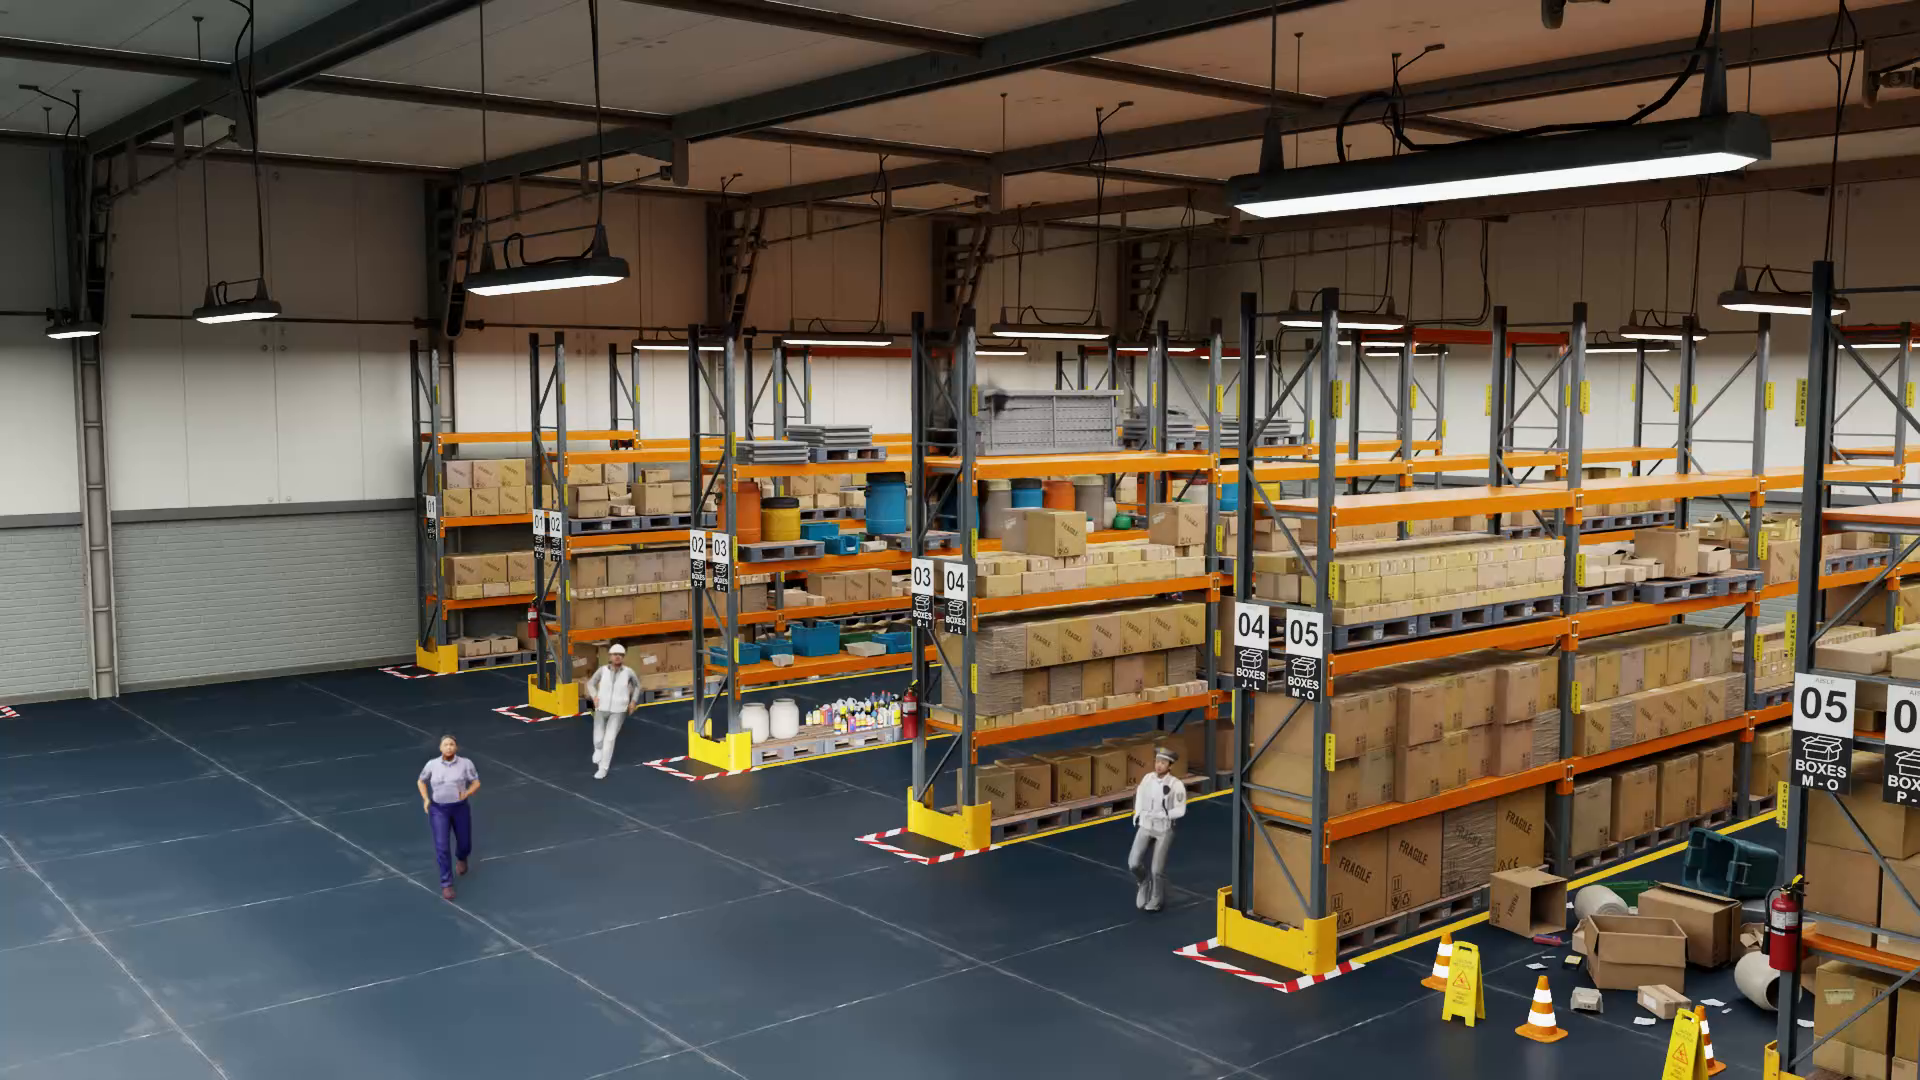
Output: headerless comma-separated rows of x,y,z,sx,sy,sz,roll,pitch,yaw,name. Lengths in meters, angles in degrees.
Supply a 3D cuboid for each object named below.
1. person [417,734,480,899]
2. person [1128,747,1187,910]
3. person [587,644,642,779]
-5.223,2.829,17.023,0.620,1.530,0.784,-2,6,-18,person
1.914,2.837,16.255,0.599,1.655,0.556,3,6,27,person
-4.613,2.255,22.172,0.716,1.735,0.878,0,5,-5,person
